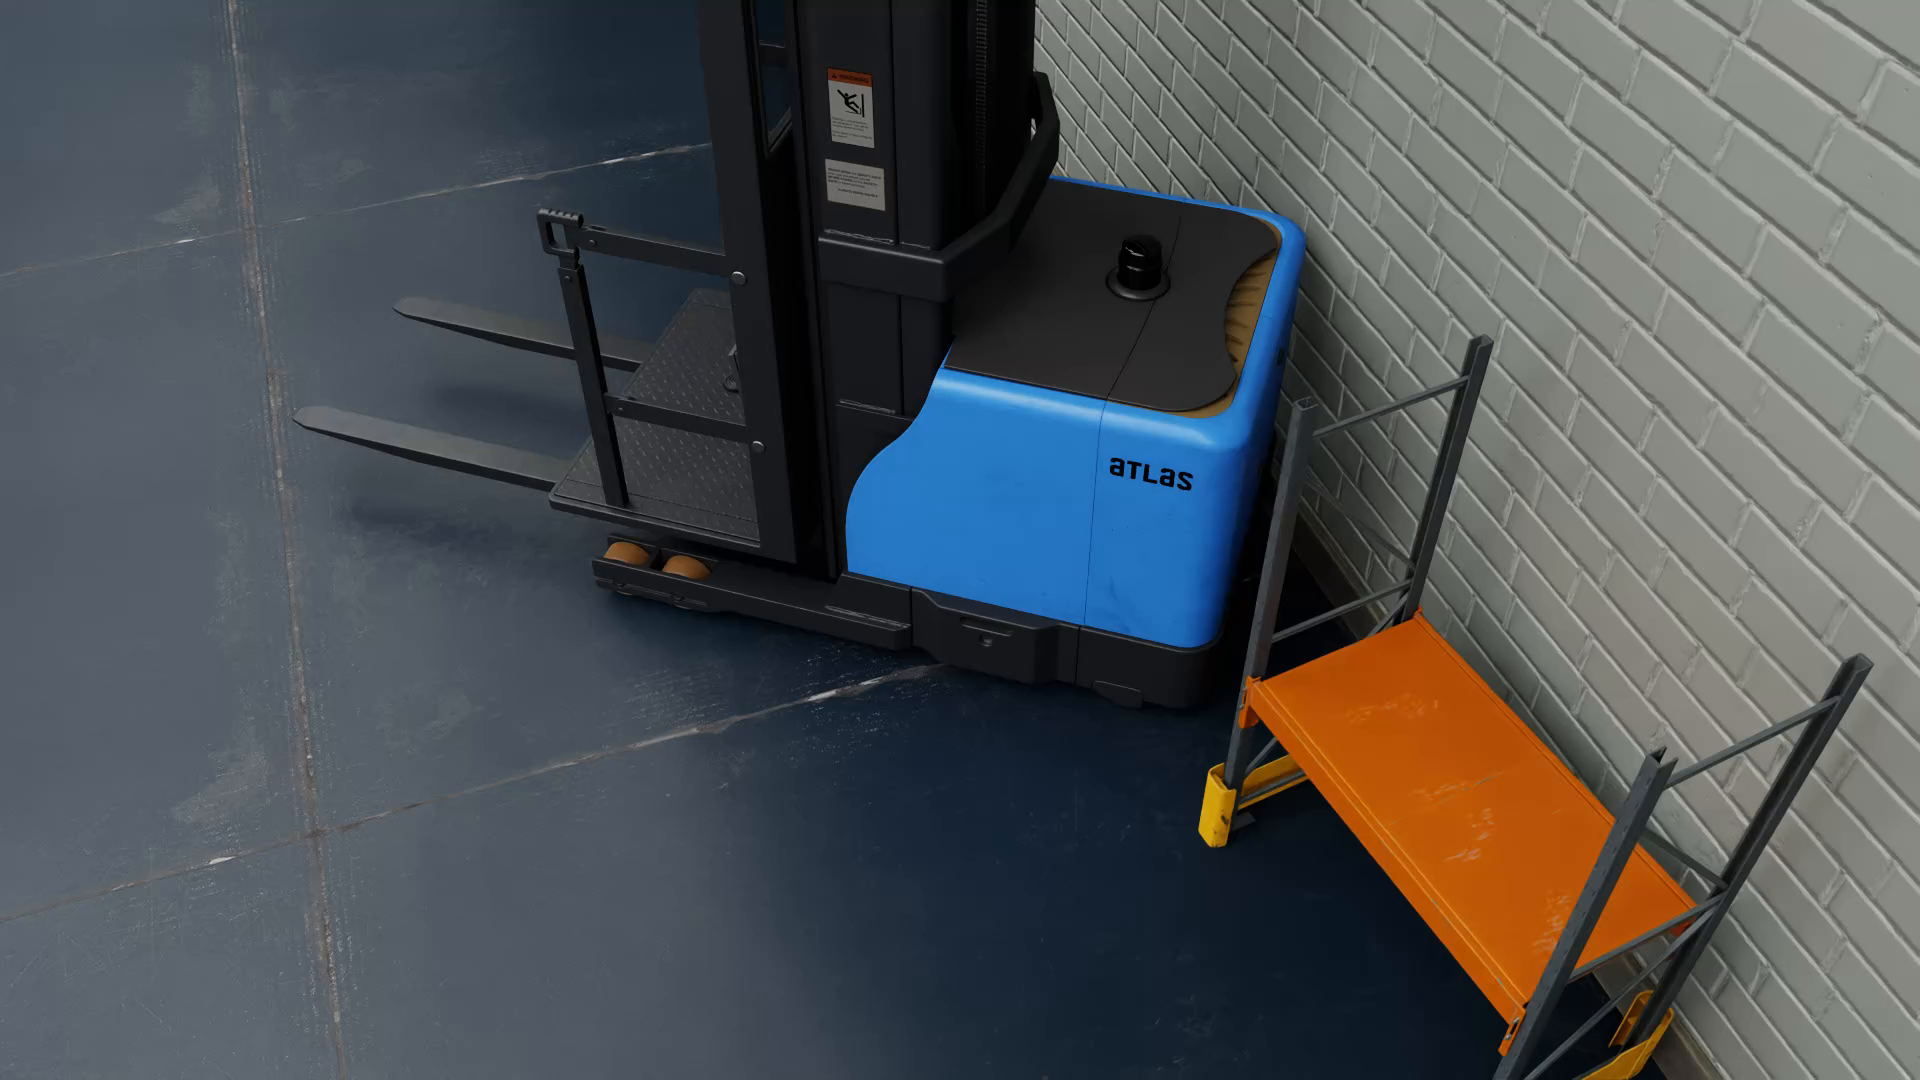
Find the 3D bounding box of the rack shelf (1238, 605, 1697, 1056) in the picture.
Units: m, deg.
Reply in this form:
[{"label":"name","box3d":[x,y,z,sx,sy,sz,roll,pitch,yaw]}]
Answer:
[{"label":"rack shelf","box3d":[1.144,0.624,3.823,0.538,0.185,1.000,-20,48,-19]}]

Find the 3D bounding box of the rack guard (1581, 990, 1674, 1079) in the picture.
[{"label":"rack guard","box3d":[1.366,1.247,3.831,0.587,0.250,0.087,-20,48,-19]}]

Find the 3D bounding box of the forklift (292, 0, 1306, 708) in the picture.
[{"label":"forklift","box3d":[-0.597,-1.168,4.345,3.031,2.935,1.130,13,46,12]}]

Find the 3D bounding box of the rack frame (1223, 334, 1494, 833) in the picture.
[{"label":"rack frame","box3d":[0.914,0.176,4.016,0.500,1.500,0.032,-20,48,-19]}]

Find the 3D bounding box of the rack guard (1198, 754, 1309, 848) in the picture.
[{"label":"rack guard","box3d":[0.914,0.618,4.458,0.587,0.250,0.087,-20,48,-19]}]

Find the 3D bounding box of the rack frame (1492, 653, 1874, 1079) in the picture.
[{"label":"rack frame","box3d":[1.374,0.818,3.376,0.500,1.500,0.032,-20,48,-19]}]

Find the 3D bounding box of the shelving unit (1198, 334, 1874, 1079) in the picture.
[{"label":"shelving unit","box3d":[1.140,0.491,3.702,0.587,1.500,1.083,-20,48,-19]}]
